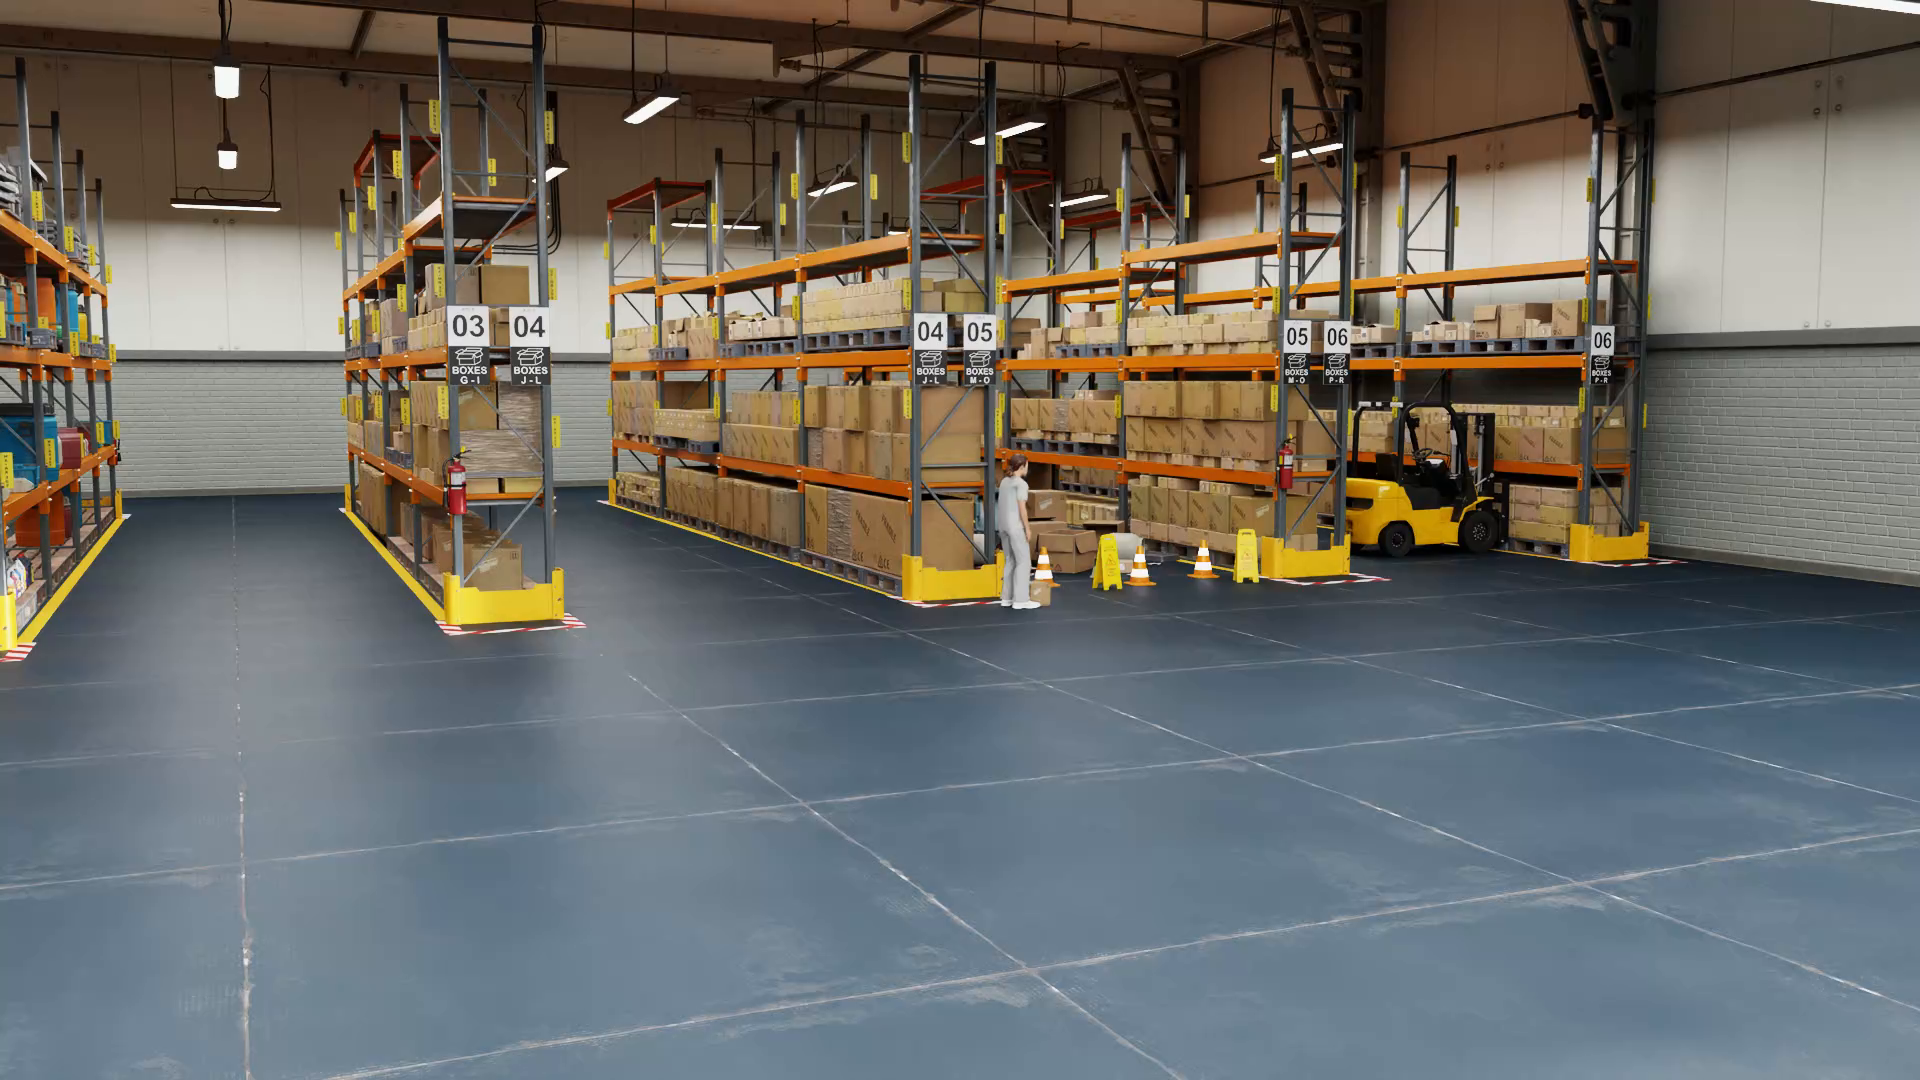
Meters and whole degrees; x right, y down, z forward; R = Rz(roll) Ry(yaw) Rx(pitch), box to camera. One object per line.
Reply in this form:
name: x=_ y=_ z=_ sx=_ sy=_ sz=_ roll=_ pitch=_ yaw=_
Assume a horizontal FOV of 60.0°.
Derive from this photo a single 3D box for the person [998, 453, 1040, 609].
person: x=0.609 y=-0.104 z=18.055 sx=0.362 sy=1.671 sz=0.501 roll=-3 pitch=6 yaw=-31
